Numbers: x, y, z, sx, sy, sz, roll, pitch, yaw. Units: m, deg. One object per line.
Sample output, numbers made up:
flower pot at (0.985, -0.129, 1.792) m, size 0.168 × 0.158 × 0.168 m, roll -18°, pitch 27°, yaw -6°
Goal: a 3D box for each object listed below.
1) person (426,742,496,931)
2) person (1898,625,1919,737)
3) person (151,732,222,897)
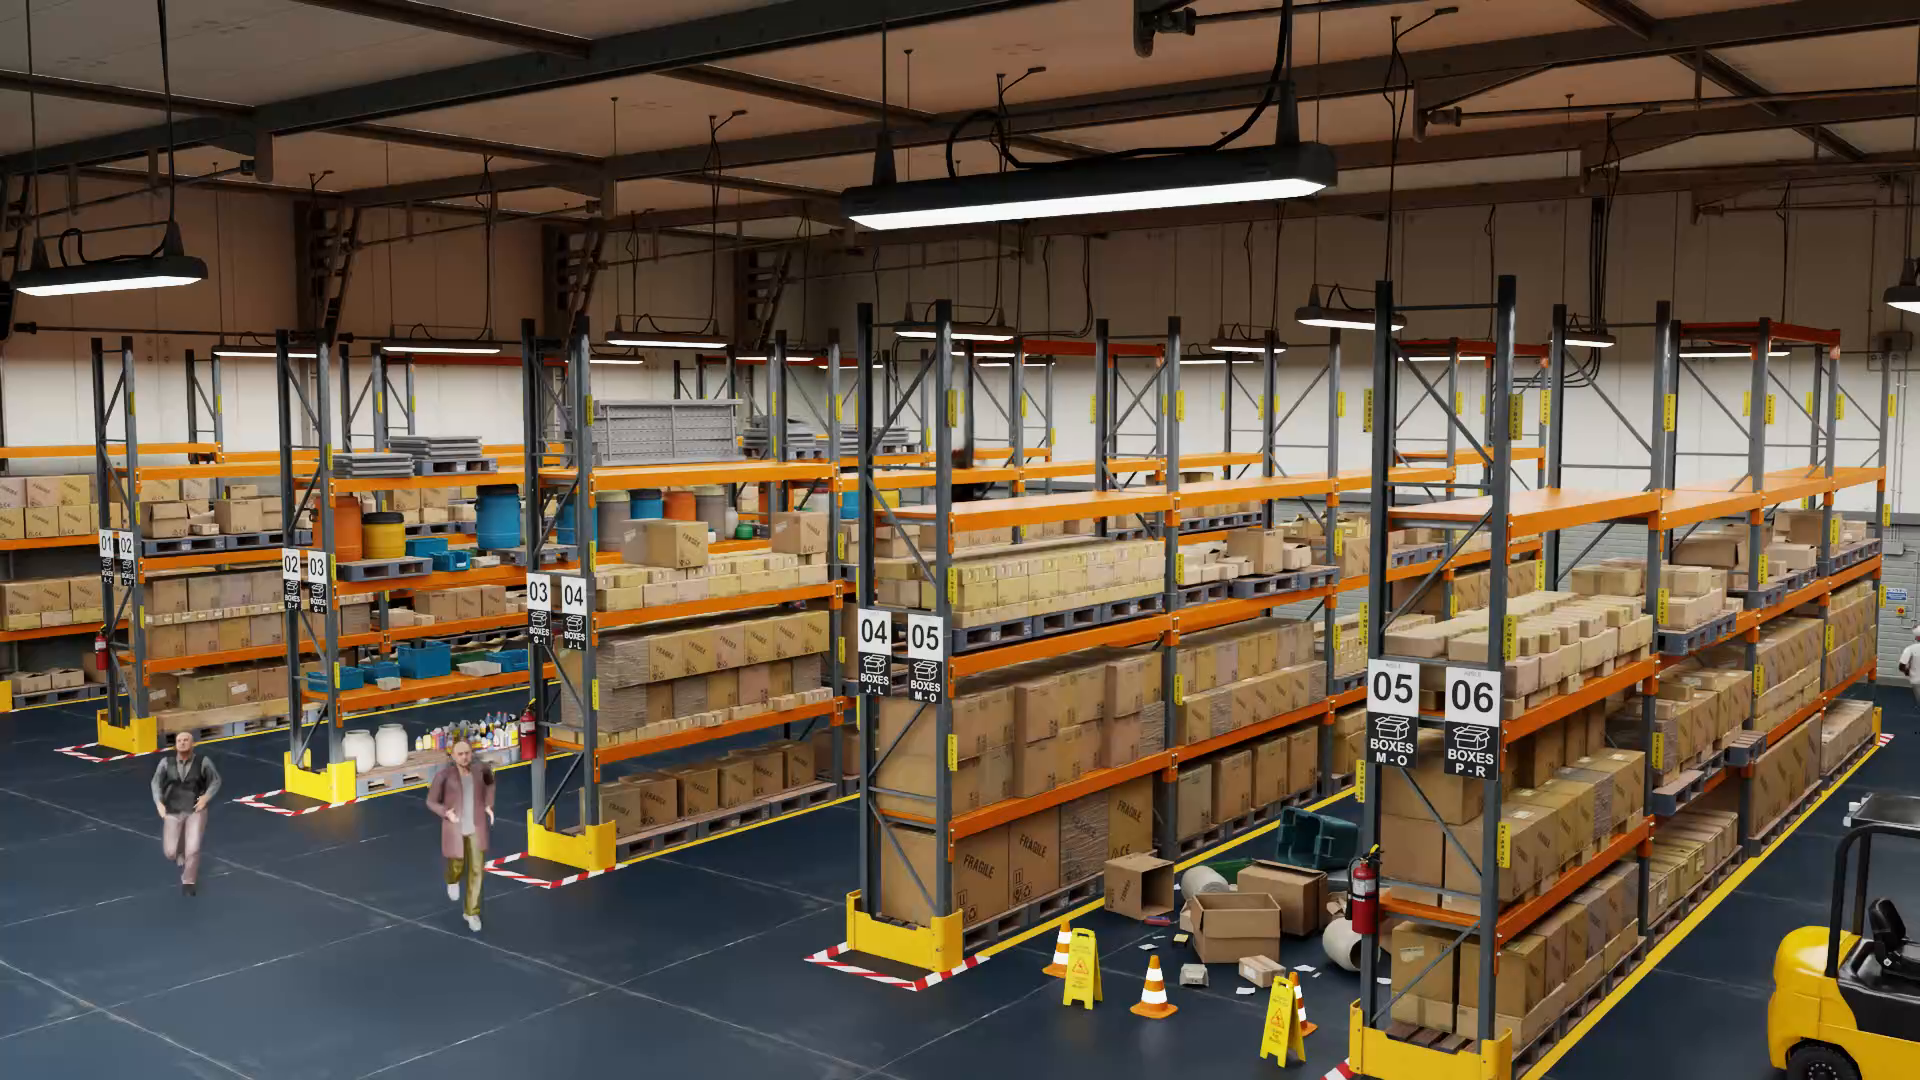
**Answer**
person at (-4.879, 2.871, 16.386) m, size 0.714 × 1.792 × 0.923 m, roll -3°, pitch 6°, yaw -28°
person at (14.412, 2.146, 24.845) m, size 0.733 × 1.745 × 0.813 m, roll 0°, pitch 5°, yaw 5°
person at (-8.073, 2.834, 17.375) m, size 0.678 × 1.677 × 0.643 m, roll -1°, pitch 5°, yaw -14°
